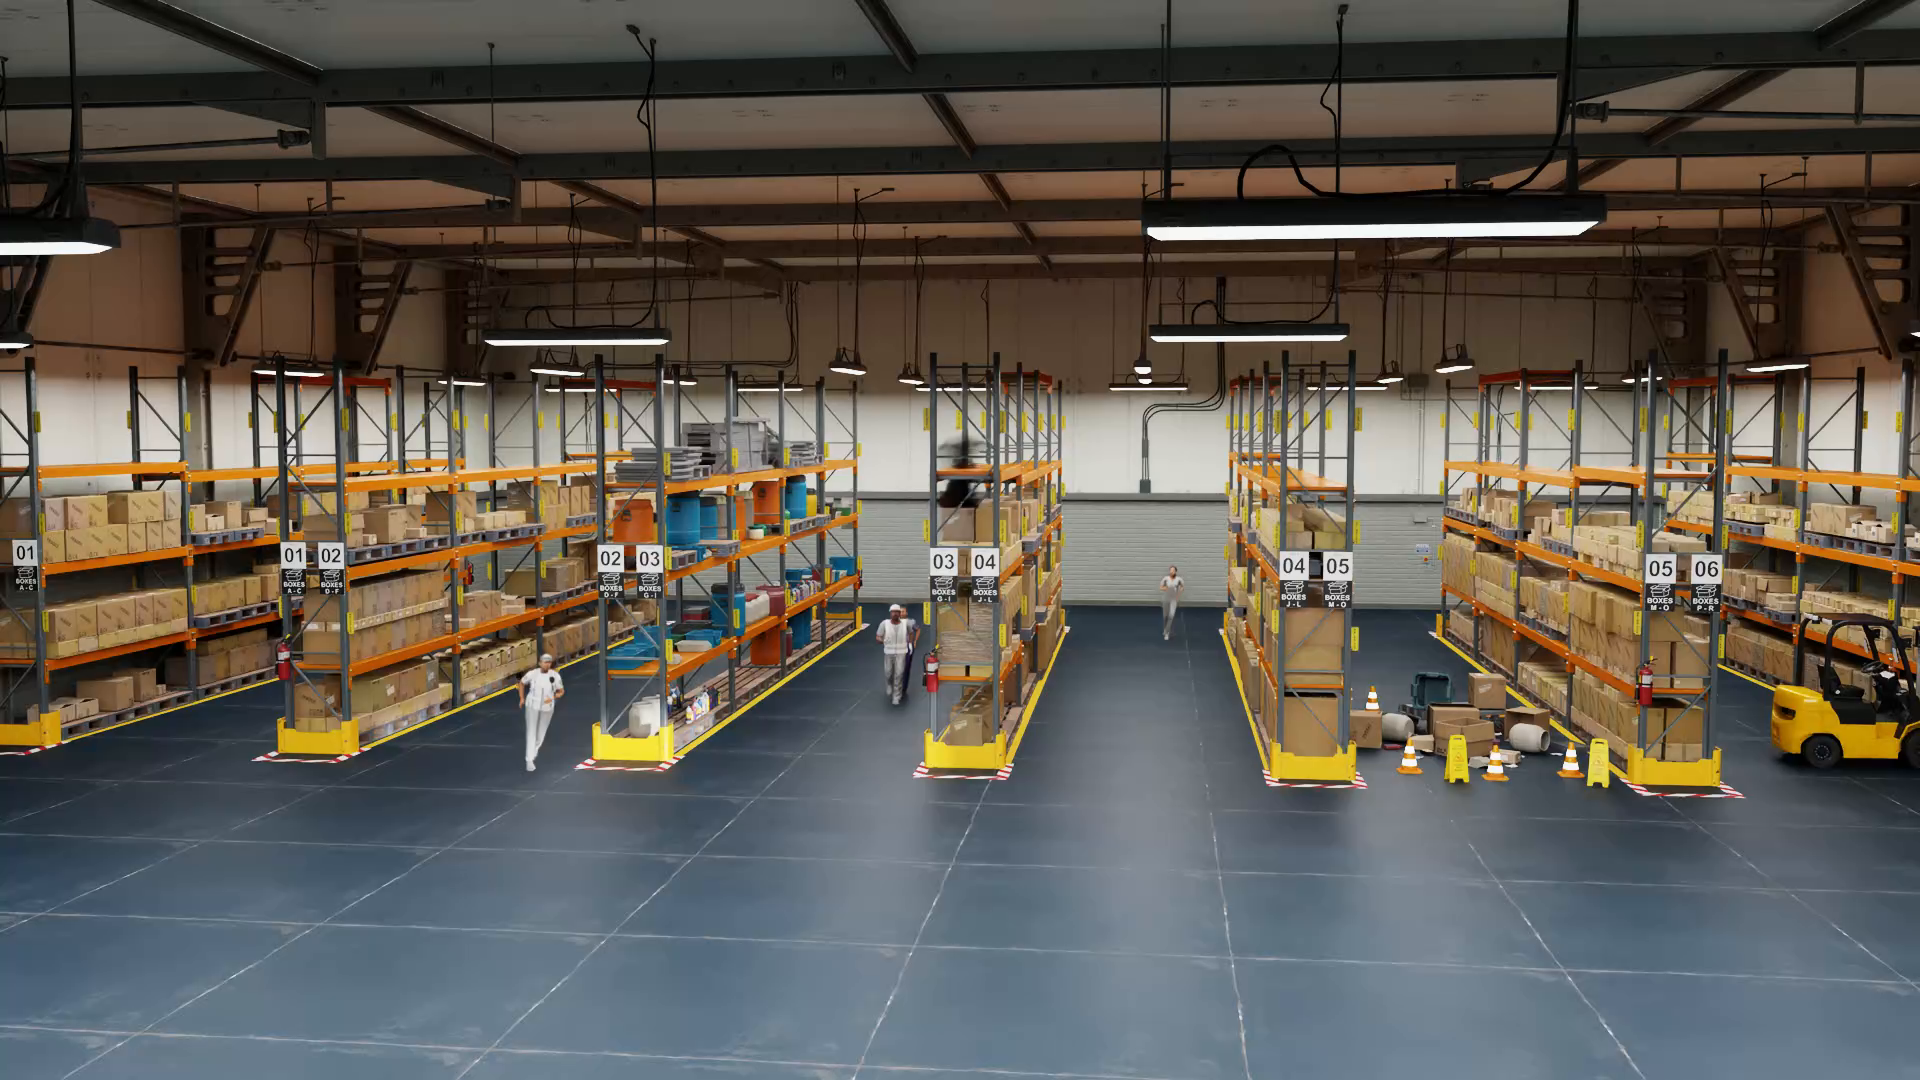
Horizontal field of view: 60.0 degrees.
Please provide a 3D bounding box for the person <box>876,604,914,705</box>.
[{"bbox_3d":[-1.157,2.019,29.649,0.692,1.758,0.832,0,4,-5],"label":"person"}]

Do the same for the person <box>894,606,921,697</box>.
[{"bbox_3d":[-1.044,2.034,30.748,0.618,1.642,0.853,0,4,4],"label":"person"}]

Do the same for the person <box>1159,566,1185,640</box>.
[{"bbox_3d":[4.898,1.441,38.557,0.575,1.707,0.808,1,4,14],"label":"person"}]

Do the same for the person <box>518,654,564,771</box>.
[{"bbox_3d":[-6.106,2.476,24.279,0.646,1.627,0.859,-1,4,-19],"label":"person"}]
